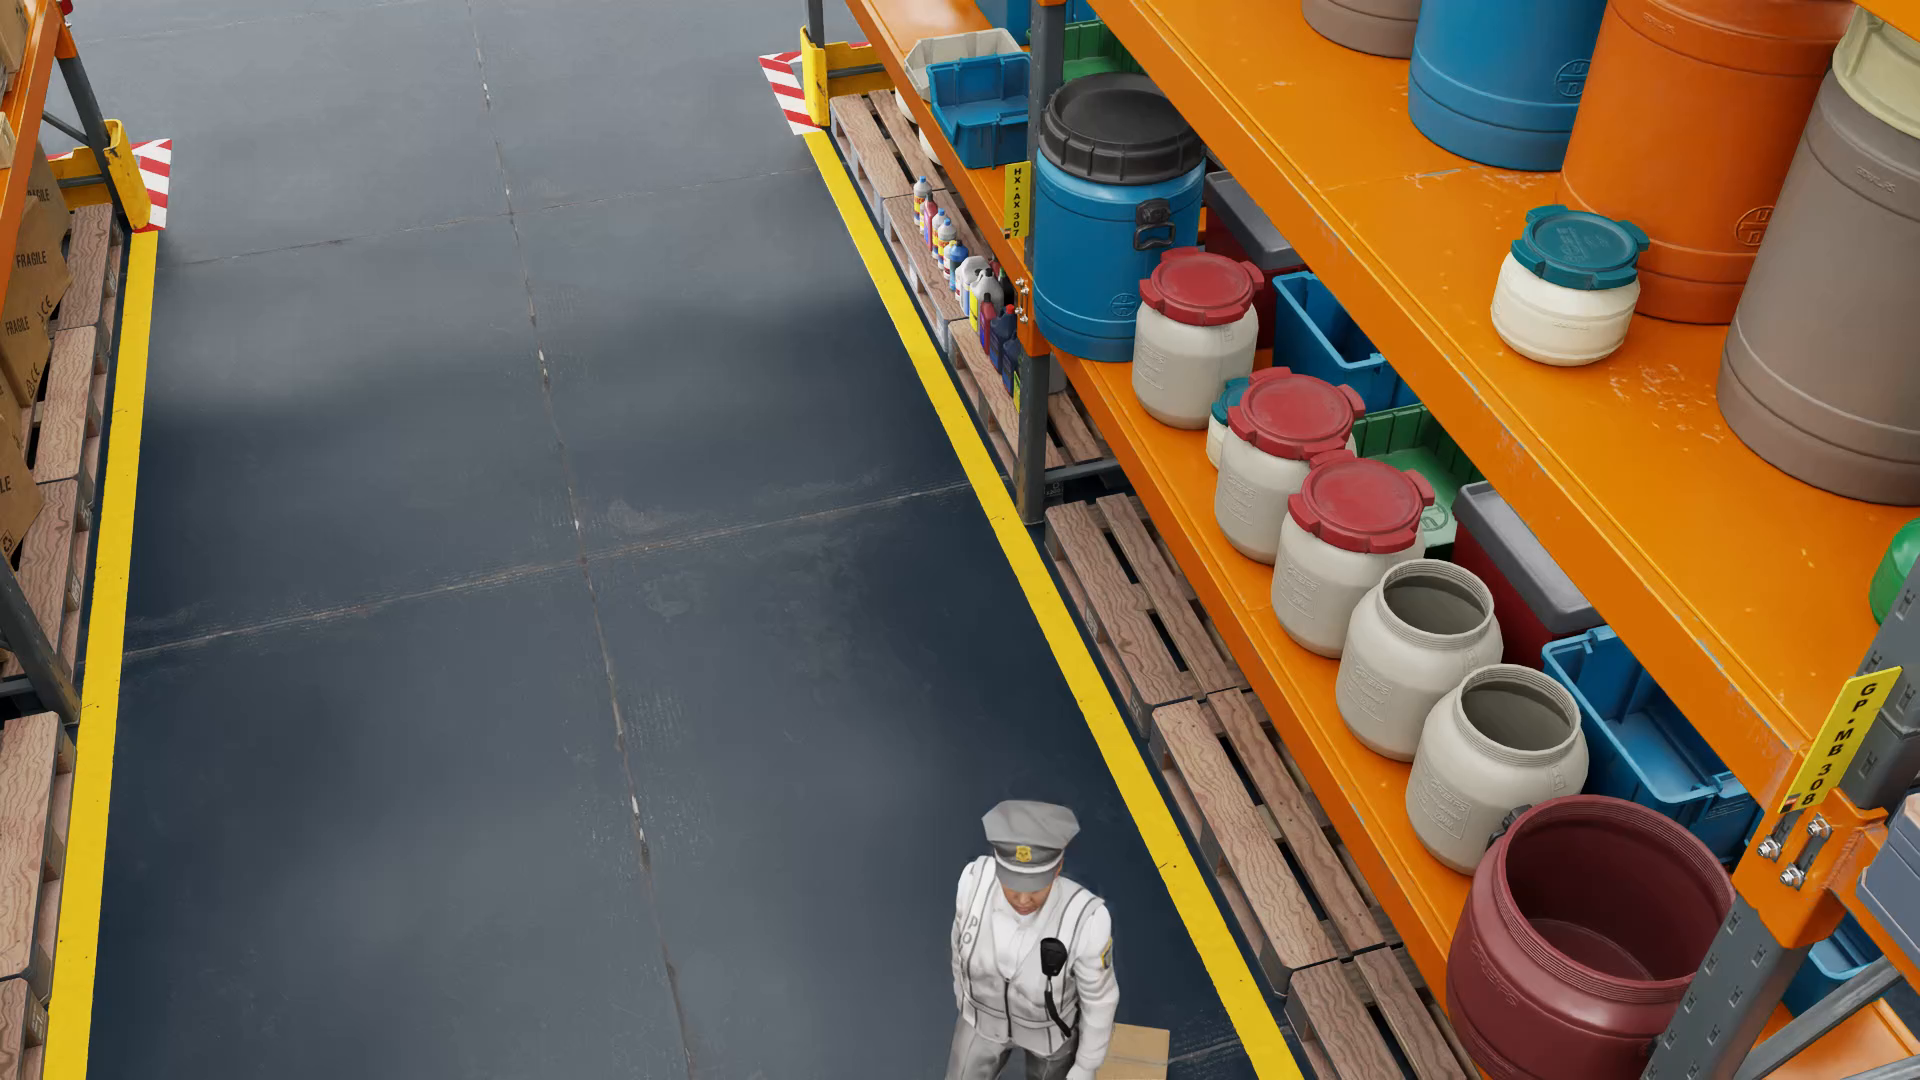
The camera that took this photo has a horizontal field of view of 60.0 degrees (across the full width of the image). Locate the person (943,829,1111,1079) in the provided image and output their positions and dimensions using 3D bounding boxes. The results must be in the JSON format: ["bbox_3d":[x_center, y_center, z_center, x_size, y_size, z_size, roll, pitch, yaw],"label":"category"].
[{"bbox_3d":[0.139,1.454,4.547,0.507,1.696,0.830,12,44,13],"label":"person"}]
